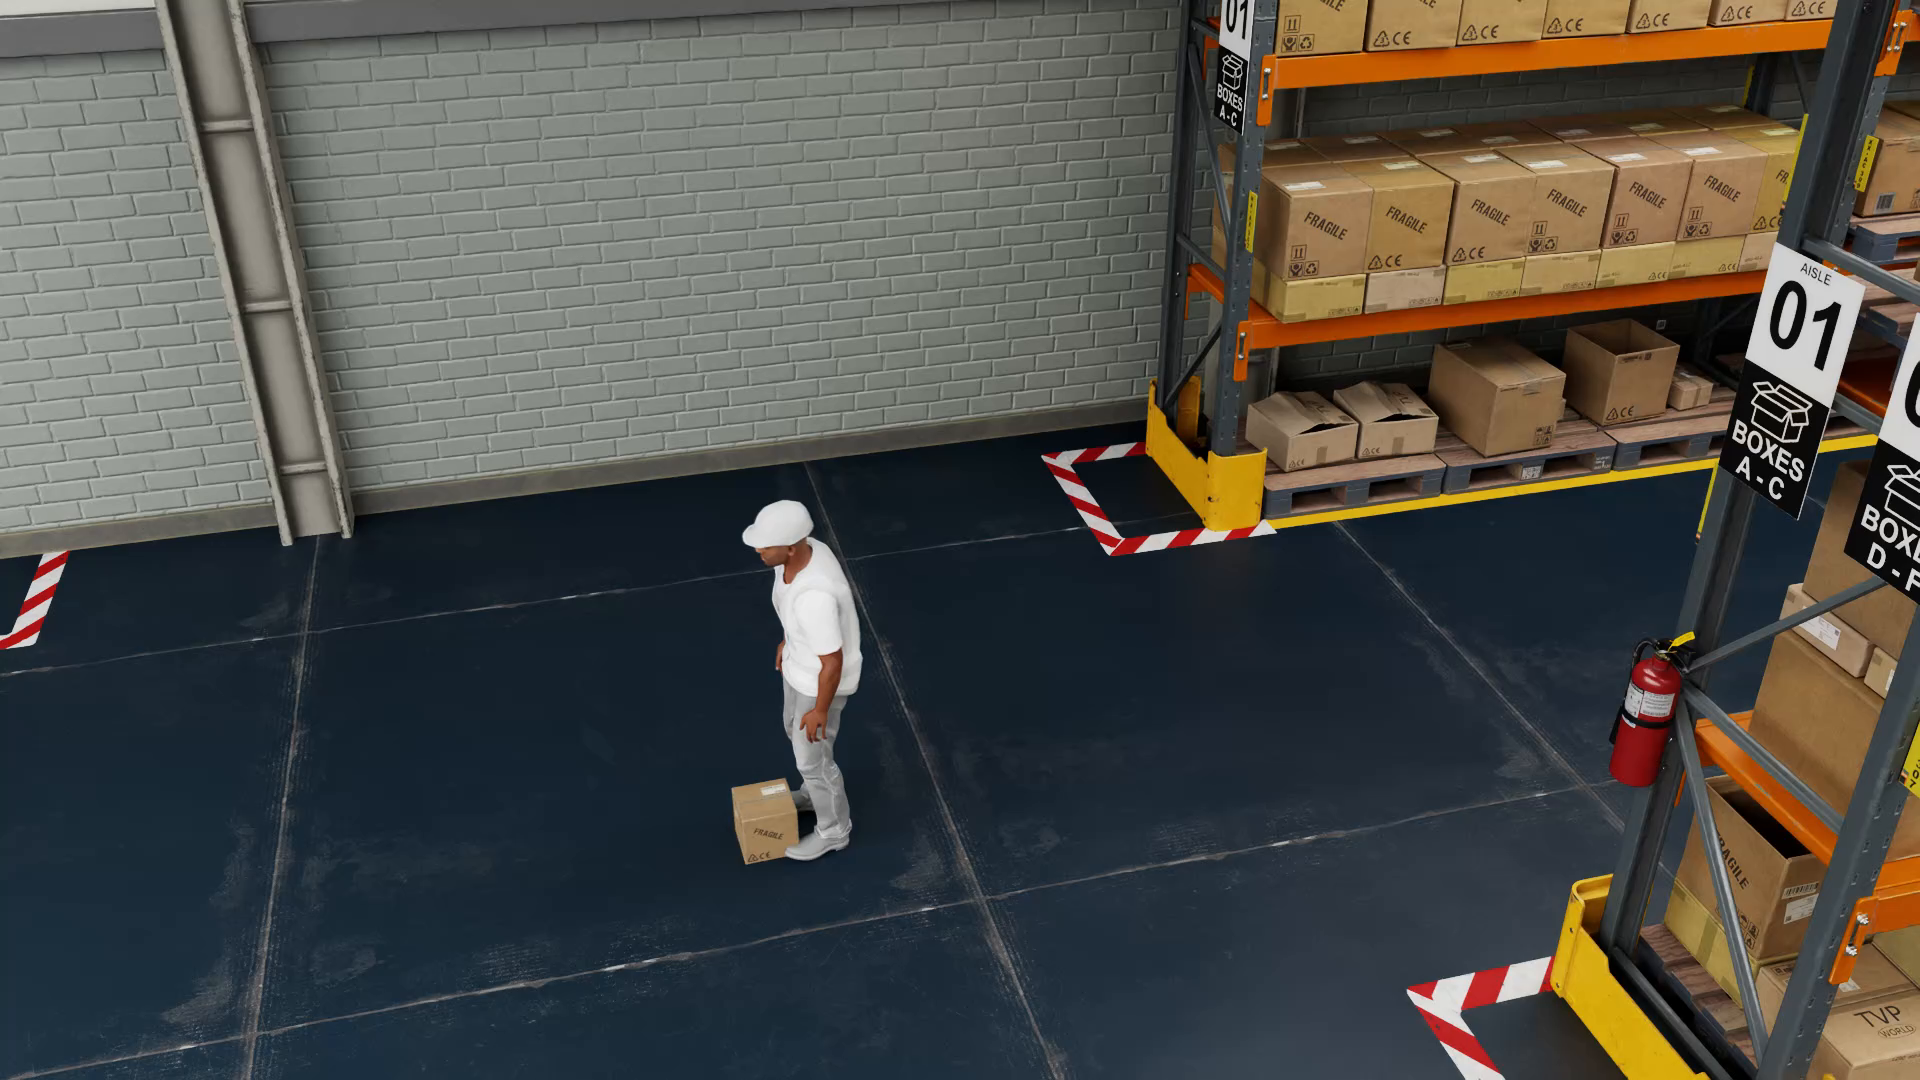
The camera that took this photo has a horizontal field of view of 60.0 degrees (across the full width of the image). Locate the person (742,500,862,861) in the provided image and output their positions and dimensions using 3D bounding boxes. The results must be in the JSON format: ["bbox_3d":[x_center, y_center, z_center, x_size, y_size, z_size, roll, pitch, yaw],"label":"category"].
[{"bbox_3d":[-0.668,0.587,7.209,0.462,1.760,0.635,-8,31,-14],"label":"person"}]
